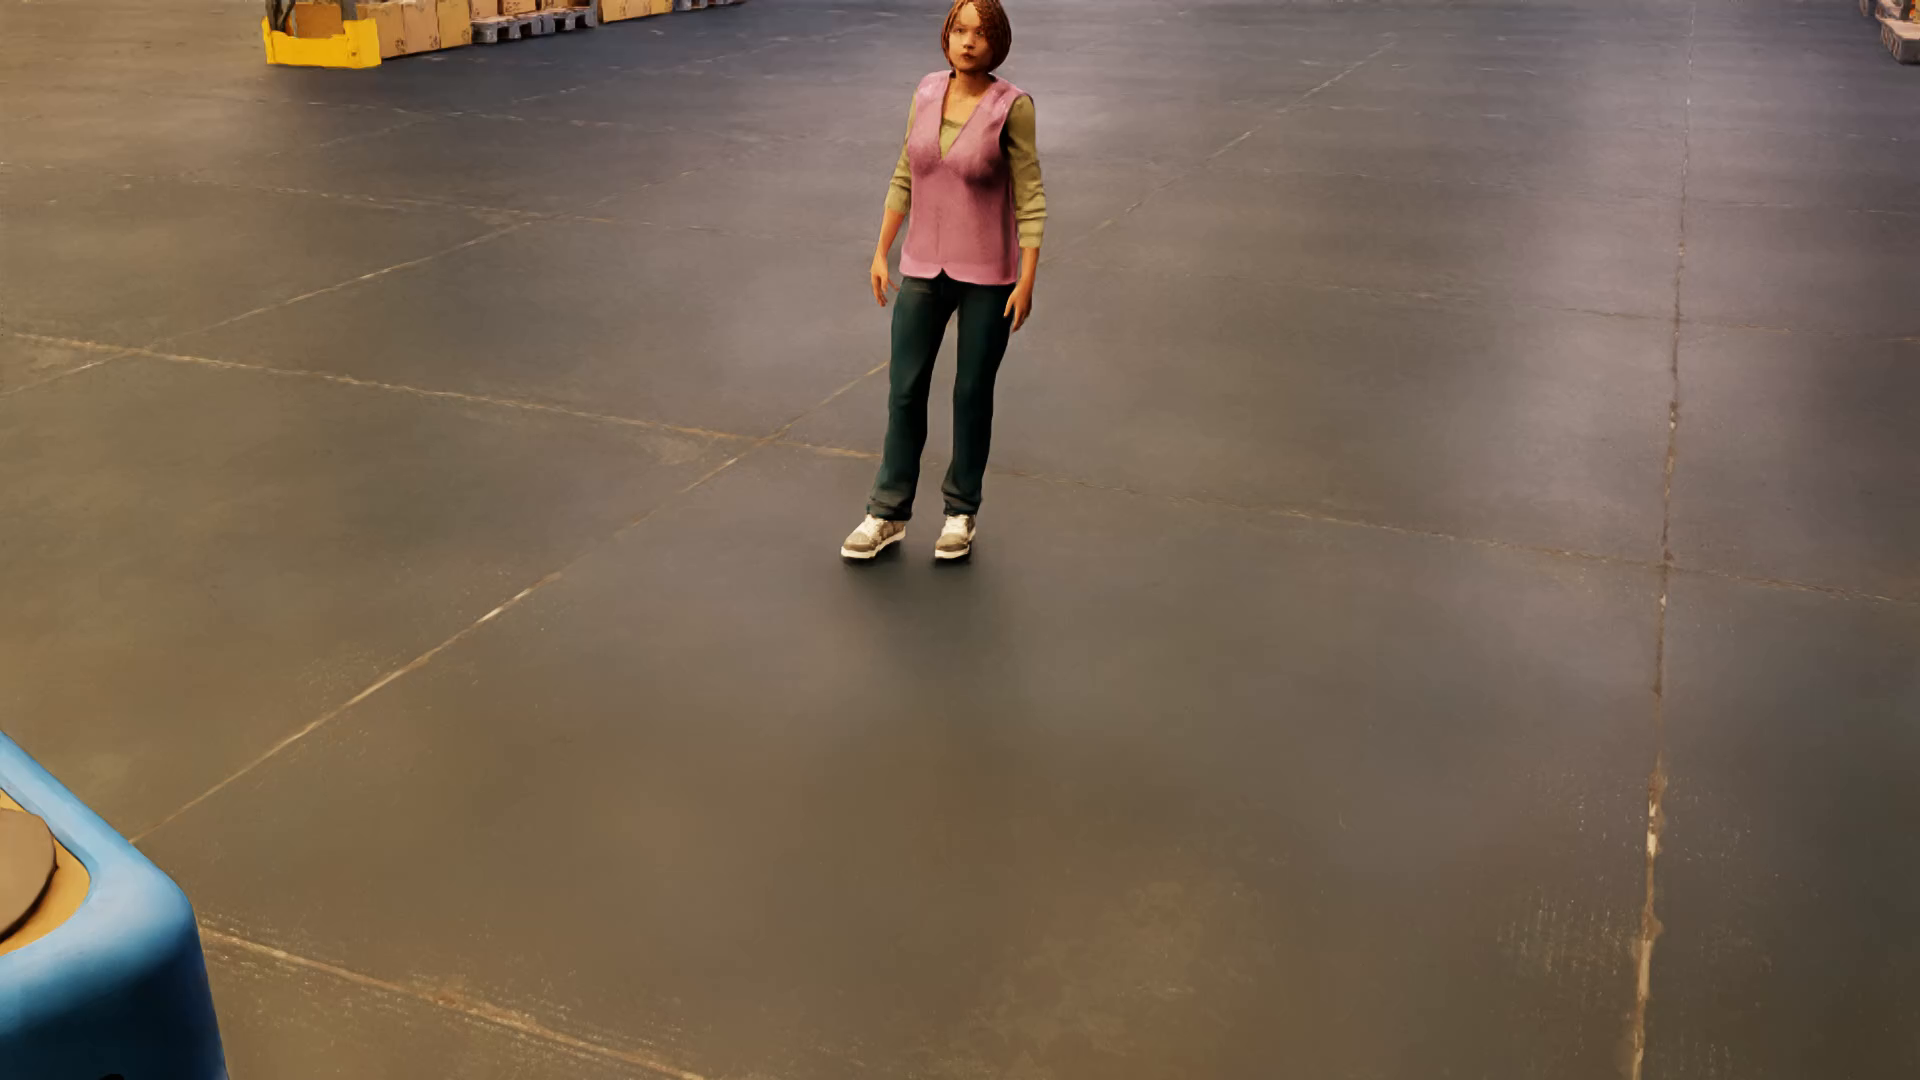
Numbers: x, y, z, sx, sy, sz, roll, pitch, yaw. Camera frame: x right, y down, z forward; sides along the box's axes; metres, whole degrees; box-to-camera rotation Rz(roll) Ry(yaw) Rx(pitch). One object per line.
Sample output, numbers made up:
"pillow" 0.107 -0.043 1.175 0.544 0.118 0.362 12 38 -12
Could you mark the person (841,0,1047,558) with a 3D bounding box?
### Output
"person" -0.041 -0.719 4.724 0.520 1.597 0.474 9 24 21
